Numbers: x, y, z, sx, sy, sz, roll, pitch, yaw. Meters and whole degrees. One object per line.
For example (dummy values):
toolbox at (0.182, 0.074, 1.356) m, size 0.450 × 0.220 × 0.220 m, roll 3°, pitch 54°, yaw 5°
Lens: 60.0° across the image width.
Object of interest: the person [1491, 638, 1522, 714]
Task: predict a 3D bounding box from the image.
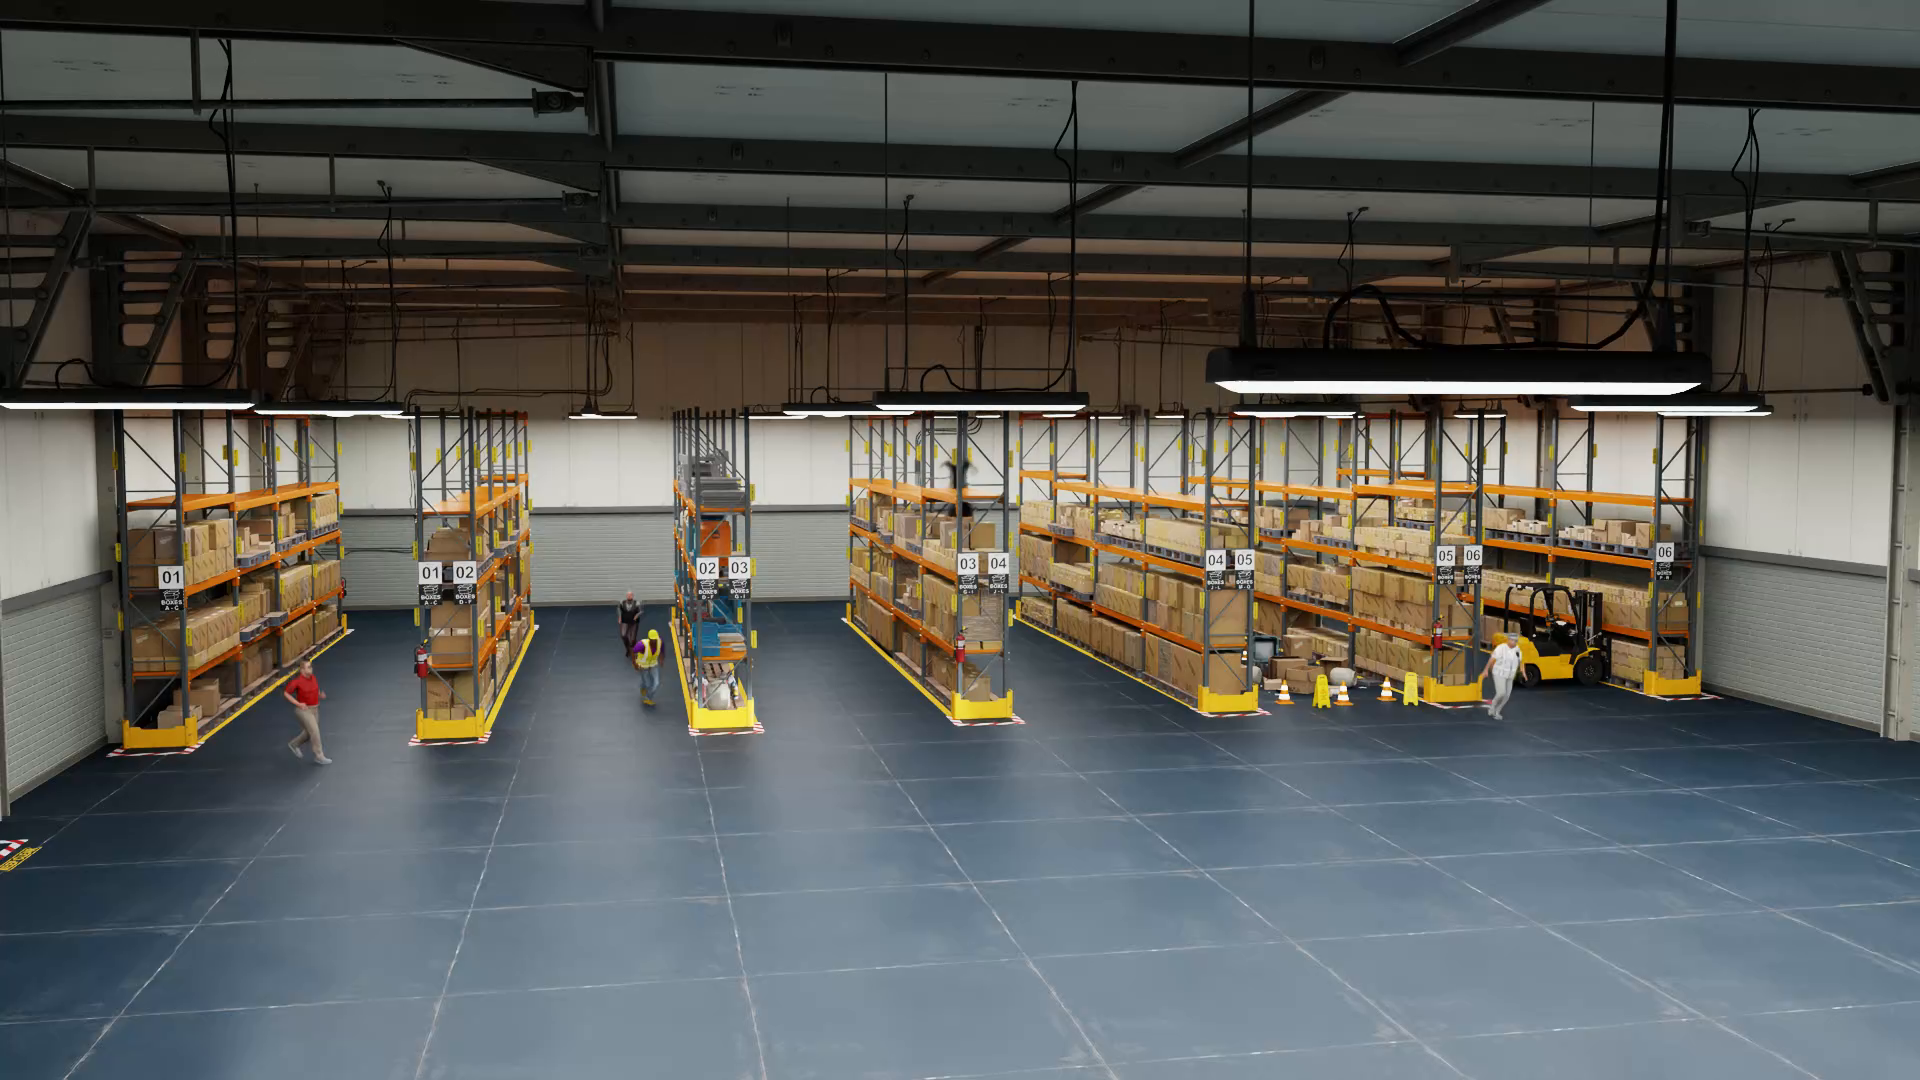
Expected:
person at (10.462, 2.612, 31.926) m, size 0.607 × 1.502 × 0.556 m, roll -1°, pitch 4°, yaw -20°

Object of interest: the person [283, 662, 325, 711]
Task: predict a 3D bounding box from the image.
person at (-10.889, 2.431, 27.795) m, size 0.544 × 0.805 × 0.664 m, roll 1°, pitch 4°, yaw 14°

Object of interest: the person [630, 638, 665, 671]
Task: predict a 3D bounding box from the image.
person at (-6.262, 2.236, 33.478) m, size 0.718 × 0.819 × 0.652 m, roll -2°, pitch 5°, yaw -29°

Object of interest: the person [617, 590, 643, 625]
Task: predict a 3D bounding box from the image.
person at (-8.007, 1.641, 40.277) m, size 0.655 × 0.849 × 0.625 m, roll 0°, pitch 4°, yaw -3°
